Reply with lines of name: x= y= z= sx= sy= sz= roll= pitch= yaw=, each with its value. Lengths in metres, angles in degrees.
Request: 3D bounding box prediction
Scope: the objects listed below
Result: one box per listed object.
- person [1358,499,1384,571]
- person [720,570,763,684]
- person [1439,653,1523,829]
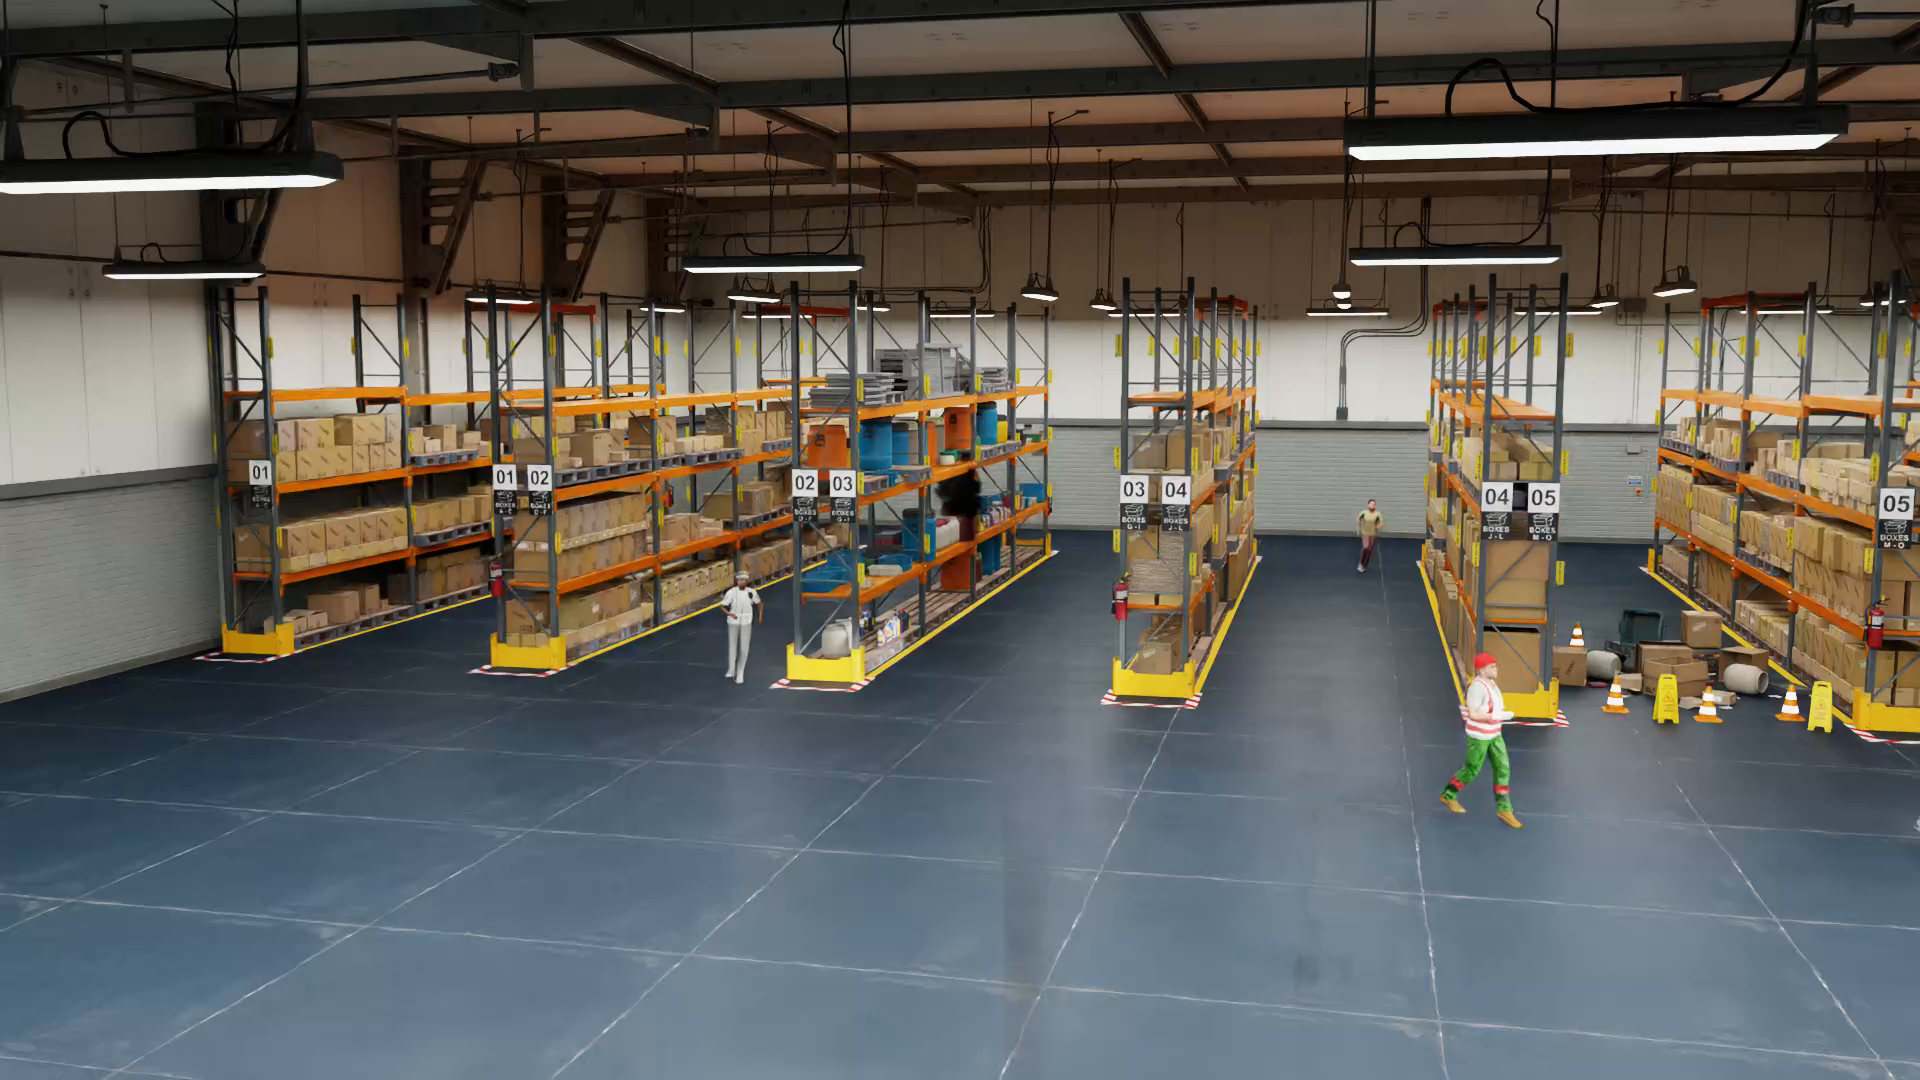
person: x=9.194 y=-0.099 z=37.244 sx=0.569 sy=1.634 sz=0.630 roll=1 pitch=7 yaw=12
person: x=-3.285 y=1.311 z=25.094 sx=0.650 sy=1.719 sz=0.574 roll=-1 pitch=7 yaw=-9
person: x=5.510 y=2.092 z=17.567 sx=0.893 sy=1.833 sz=0.642 roll=6 pitch=9 yaw=44
